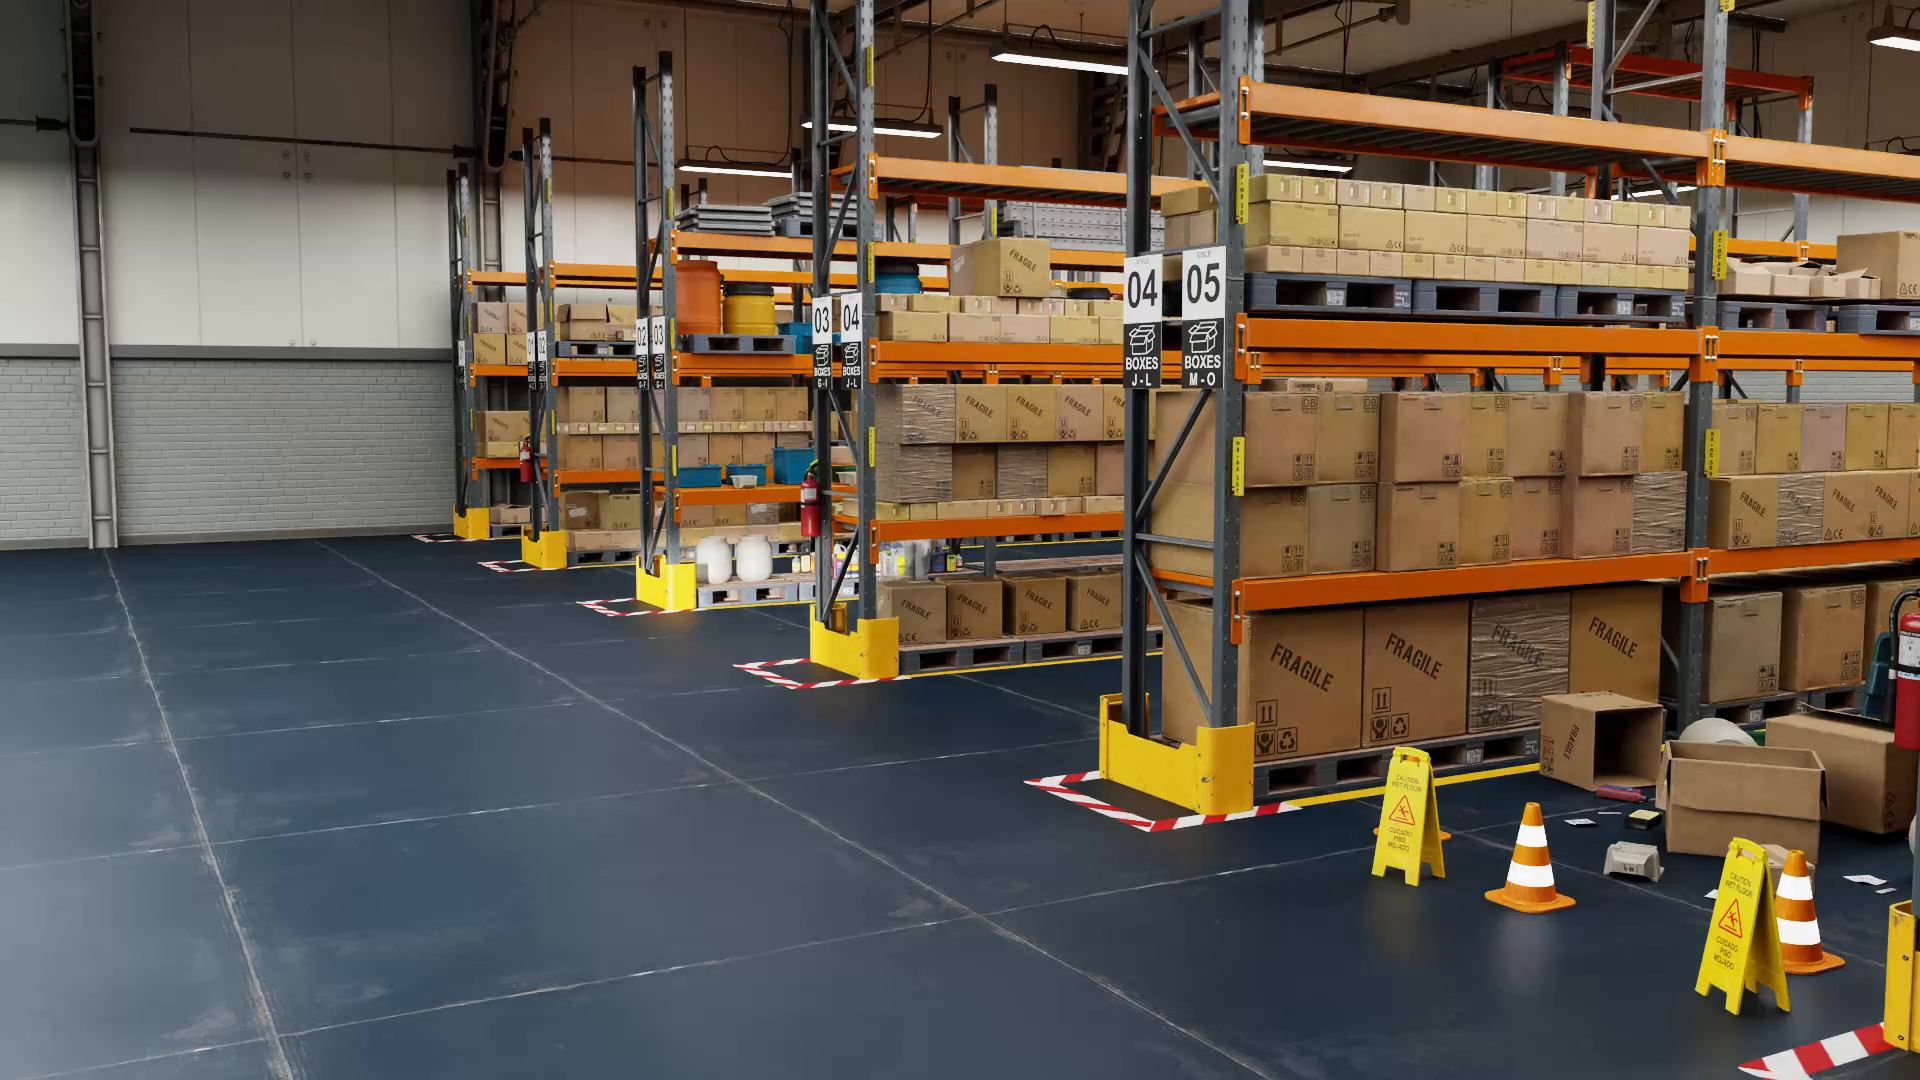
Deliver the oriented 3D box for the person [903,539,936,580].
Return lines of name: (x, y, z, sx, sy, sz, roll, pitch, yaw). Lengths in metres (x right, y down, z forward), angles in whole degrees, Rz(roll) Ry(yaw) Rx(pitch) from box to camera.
person: (-0.434, 0.005, 17.440, 0.375, 1.662, 0.529, -3, 6, -31)
